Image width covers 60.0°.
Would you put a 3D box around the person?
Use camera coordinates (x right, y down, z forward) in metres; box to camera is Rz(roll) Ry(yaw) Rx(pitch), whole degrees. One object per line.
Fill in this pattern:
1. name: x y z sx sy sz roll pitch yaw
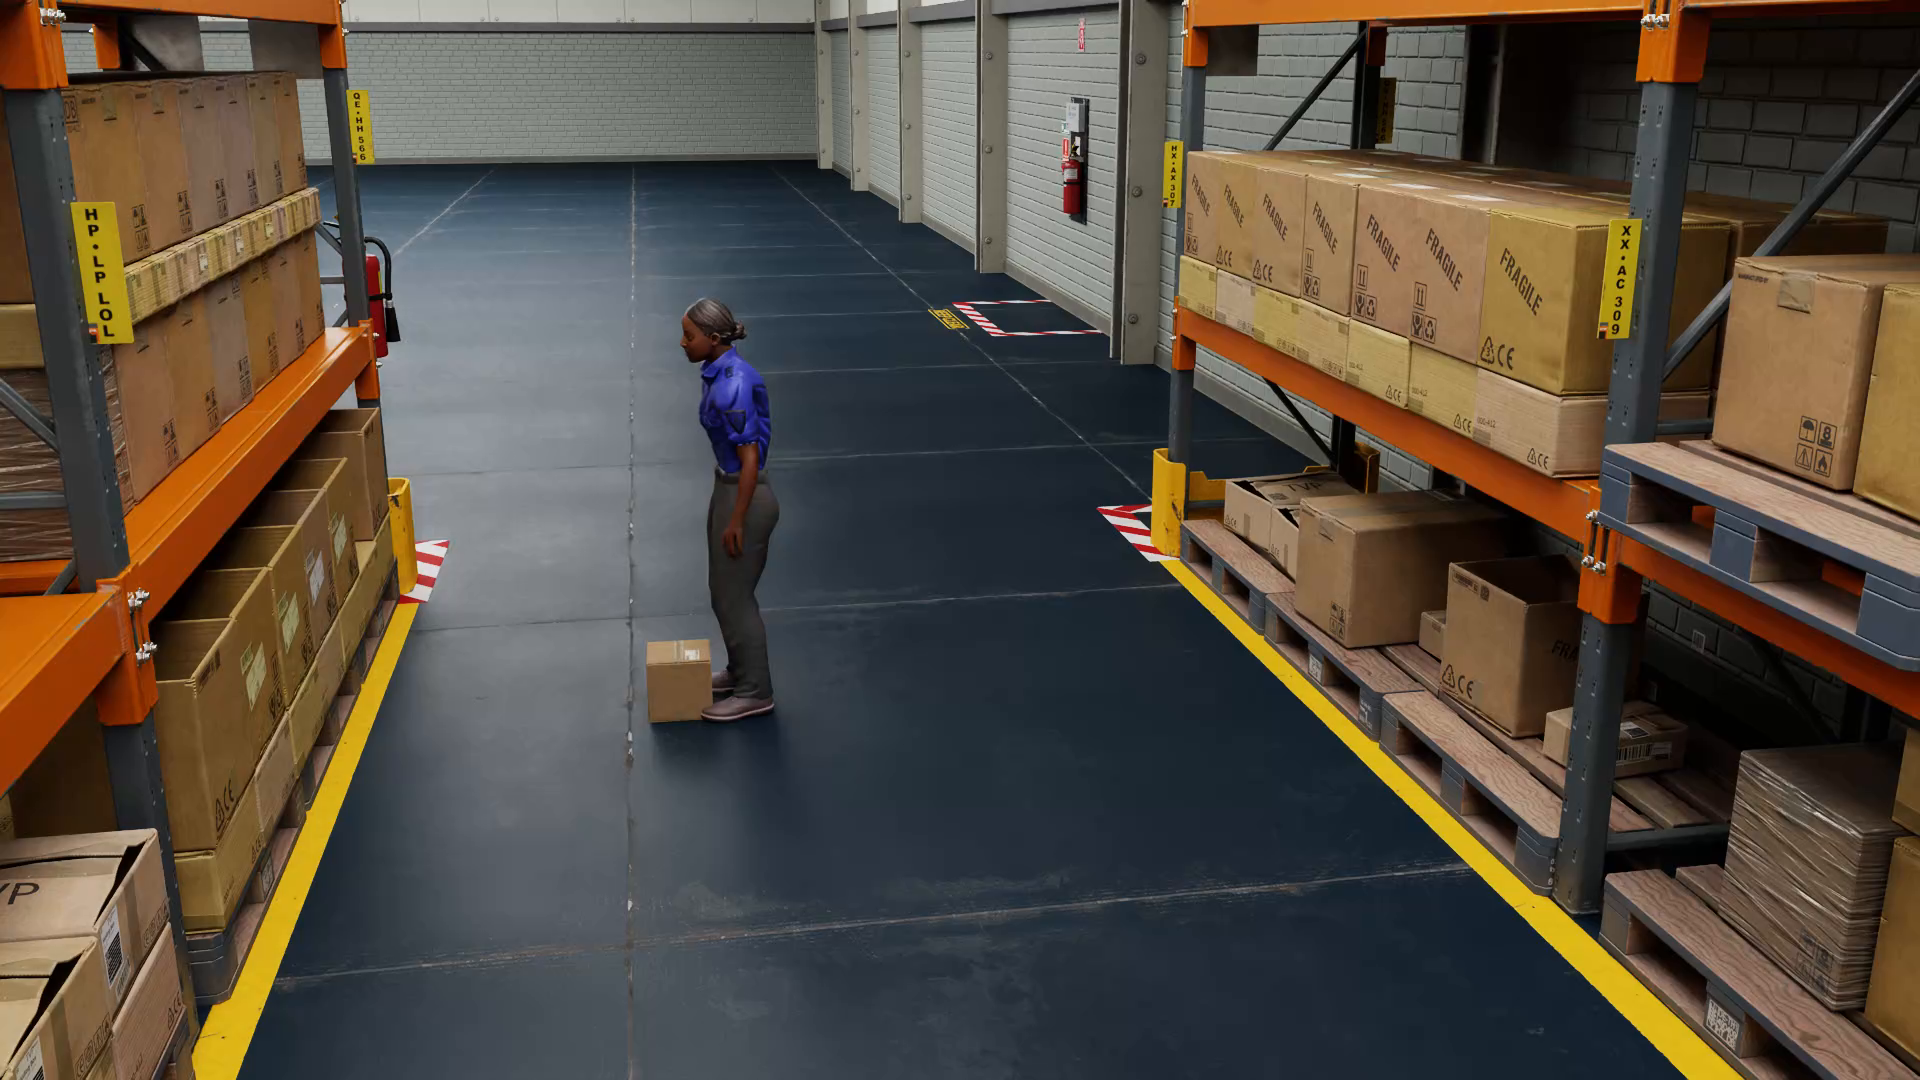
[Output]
1. person: -0.889 -0.128 6.478 0.349 1.655 0.532 -4 17 -14
